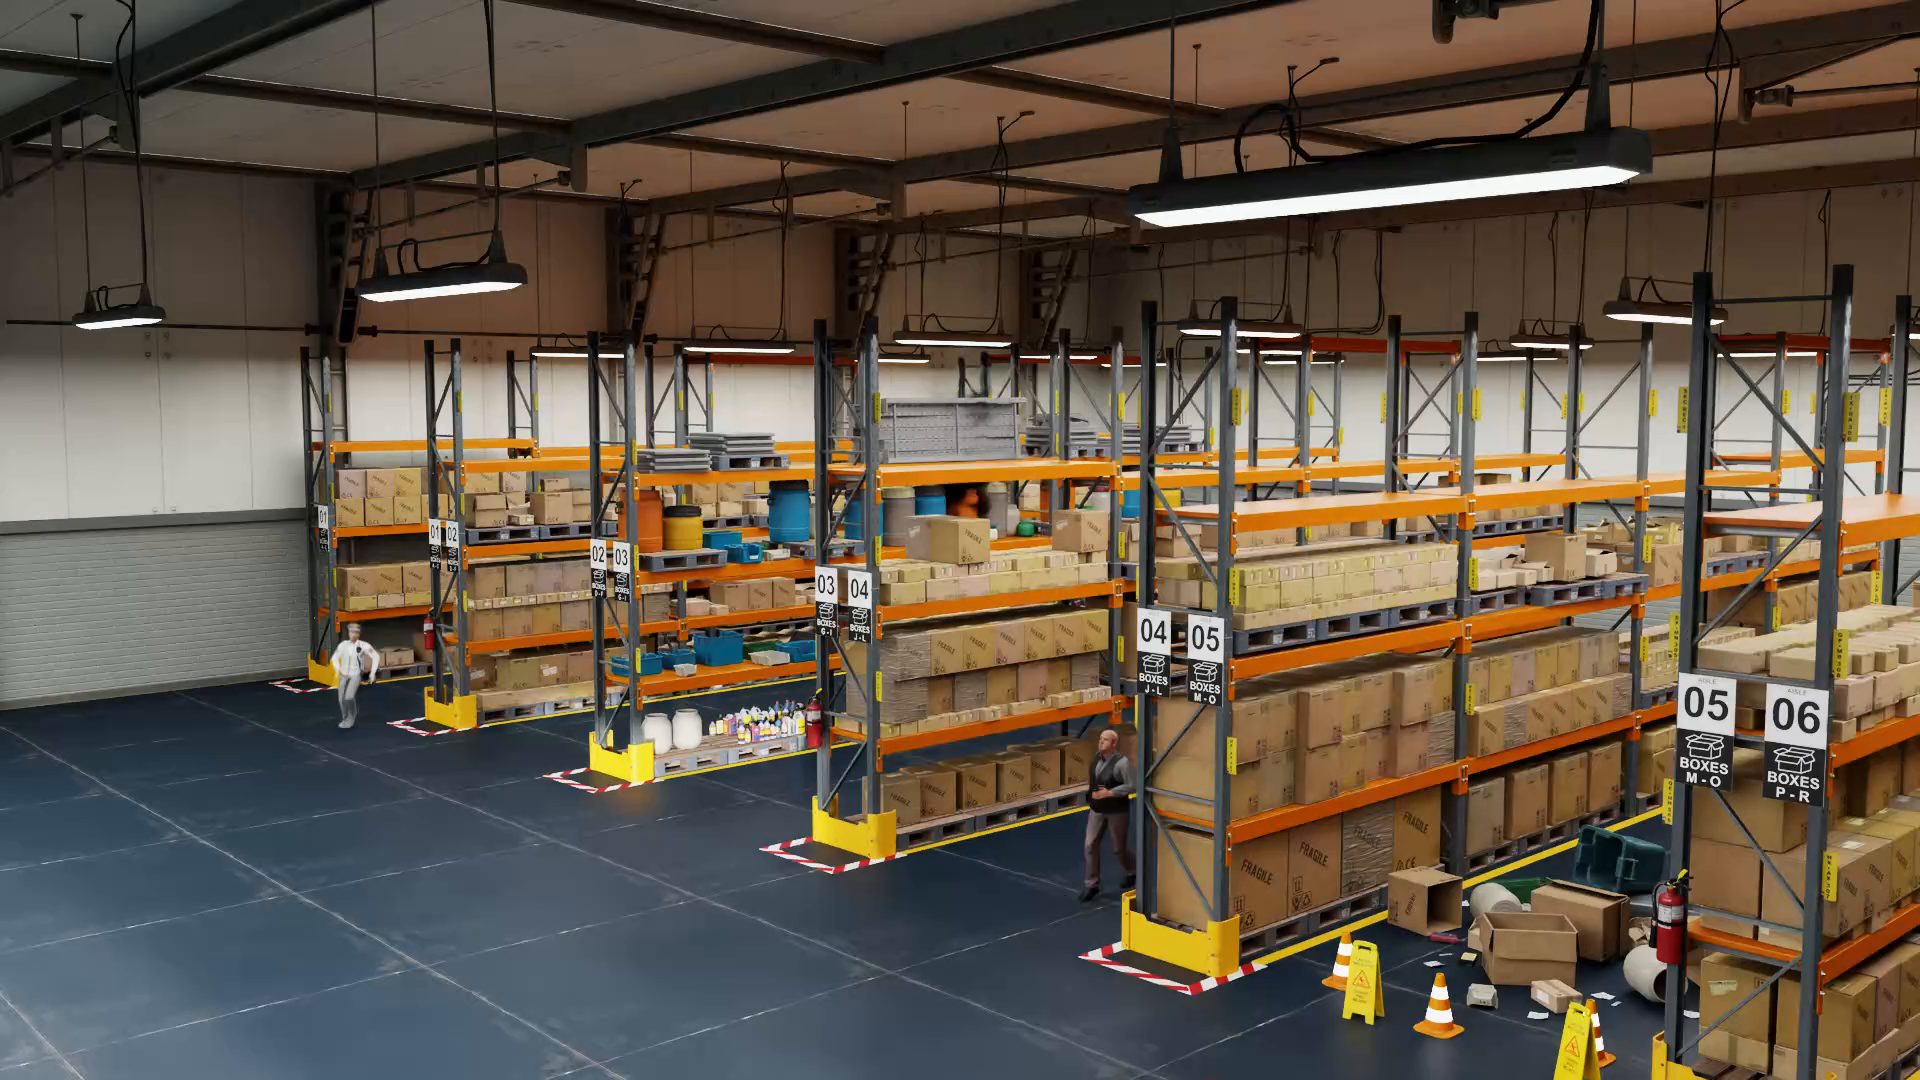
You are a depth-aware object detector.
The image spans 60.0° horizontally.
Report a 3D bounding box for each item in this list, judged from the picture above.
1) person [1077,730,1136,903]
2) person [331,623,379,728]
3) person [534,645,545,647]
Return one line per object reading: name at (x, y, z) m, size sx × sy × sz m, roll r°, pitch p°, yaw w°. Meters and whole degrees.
person at (1.560, 2.809, 17.062) m, size 0.652 × 1.757 × 0.823 m, roll 5°, pitch 7°, yaw 42°
person at (-9.327, 2.088, 25.554) m, size 0.673 × 1.634 × 0.610 m, roll 0°, pitch 5°, yaw 3°
person at (-7.337, 1.863, 28.907) m, size 0.523 × 1.554 × 0.574 m, roll 4°, pitch 6°, yaw 36°
